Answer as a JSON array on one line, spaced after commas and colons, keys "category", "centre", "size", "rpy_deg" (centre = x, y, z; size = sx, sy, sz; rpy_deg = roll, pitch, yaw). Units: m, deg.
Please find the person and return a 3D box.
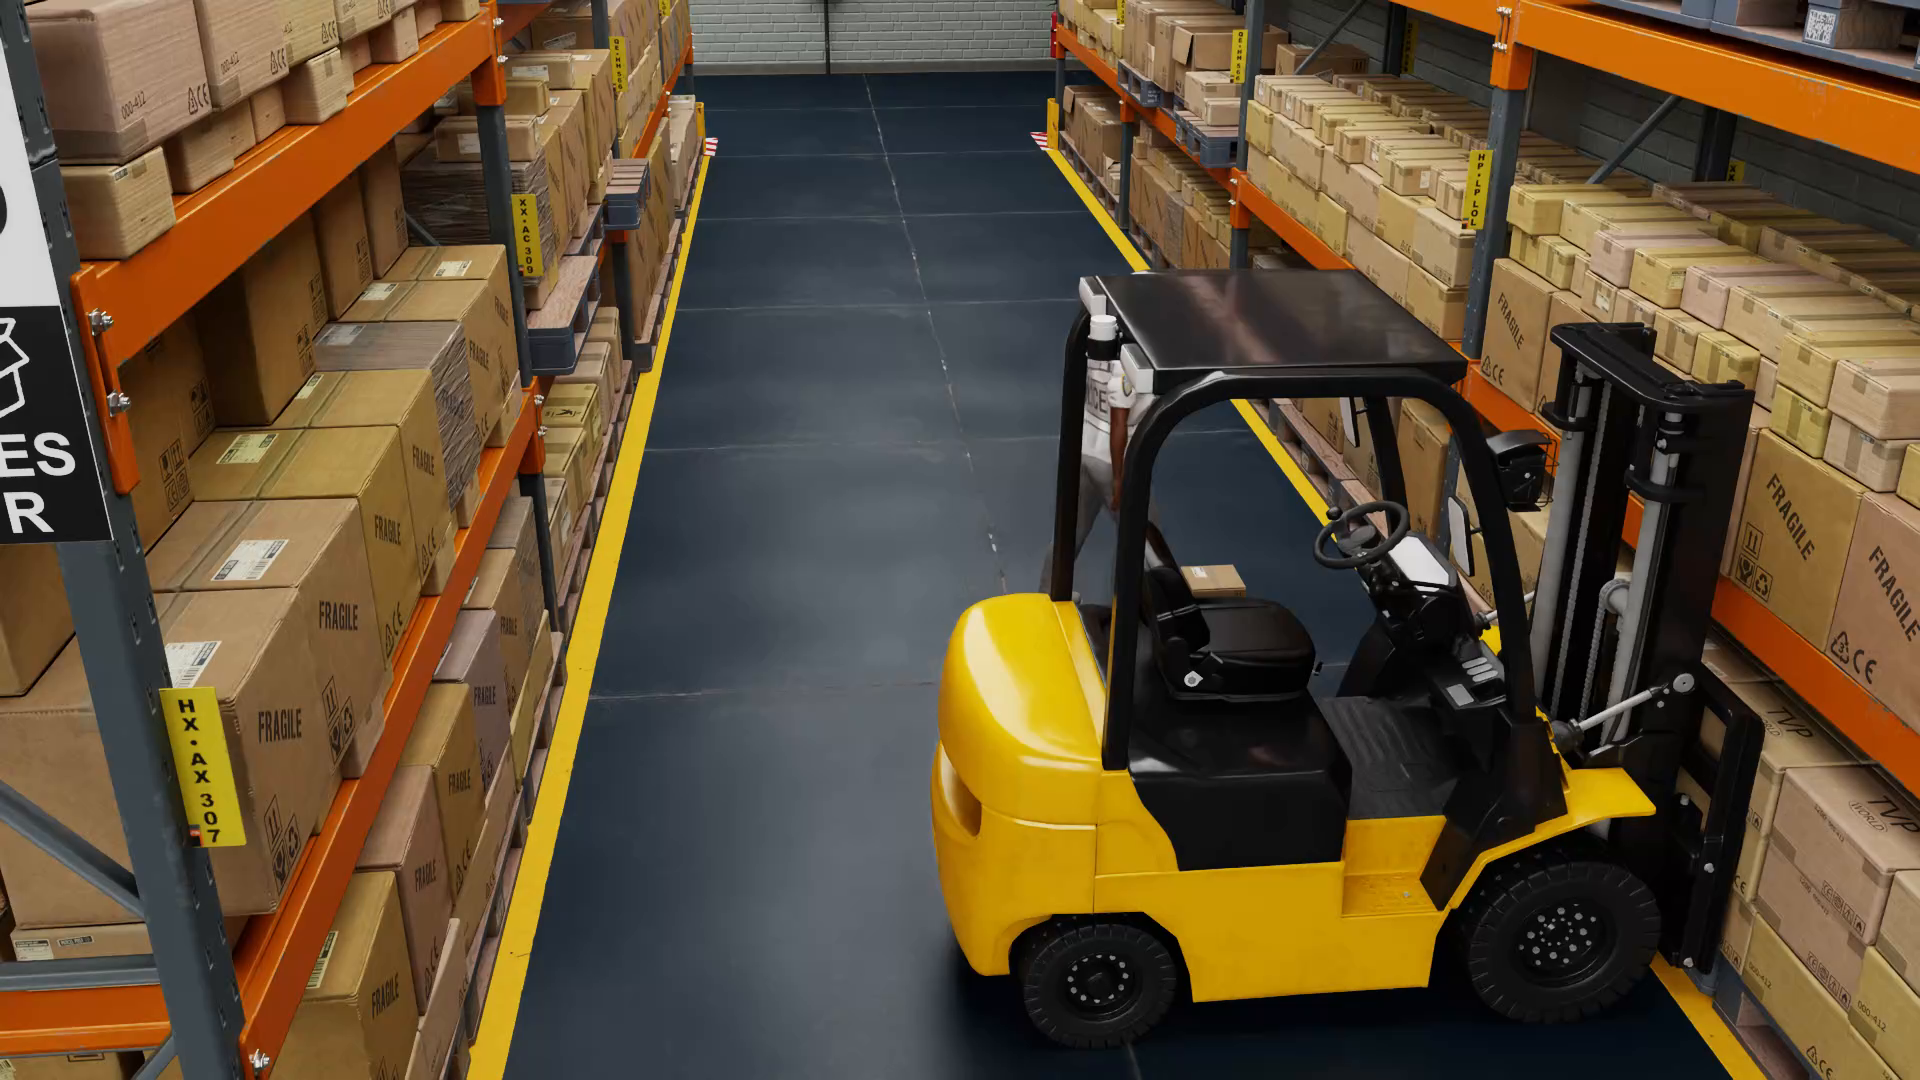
[{"category": "person", "centre": [0.714, -0.337, 7.385], "size": [0.615, 1.673, 0.629], "rpy_deg": [-10, 26, -22]}]
